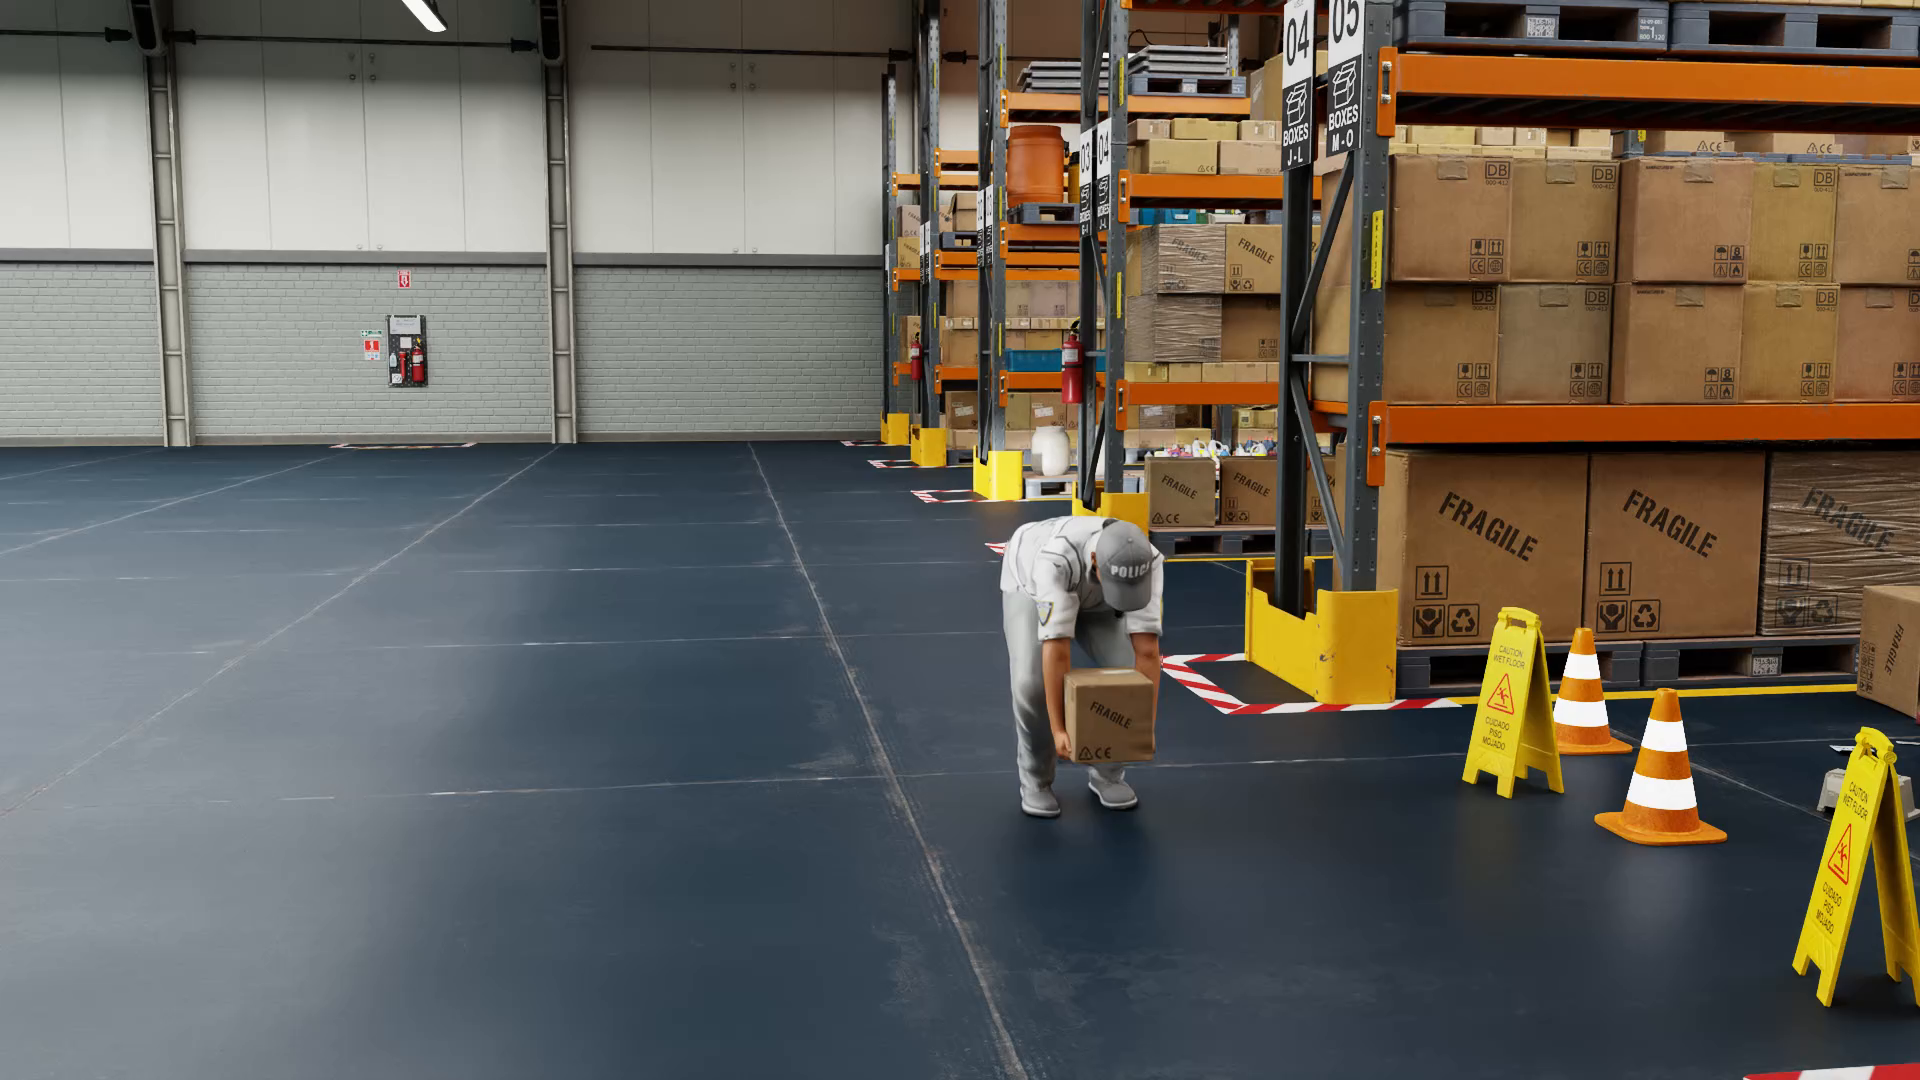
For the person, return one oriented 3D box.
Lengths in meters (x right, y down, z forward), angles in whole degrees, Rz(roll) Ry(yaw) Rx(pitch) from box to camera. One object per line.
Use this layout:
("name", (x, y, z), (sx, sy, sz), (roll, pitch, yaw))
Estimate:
("person", (0.421, 0.413, 5.535), (0.504, 1.032, 0.937), (-1, 7, -12))
